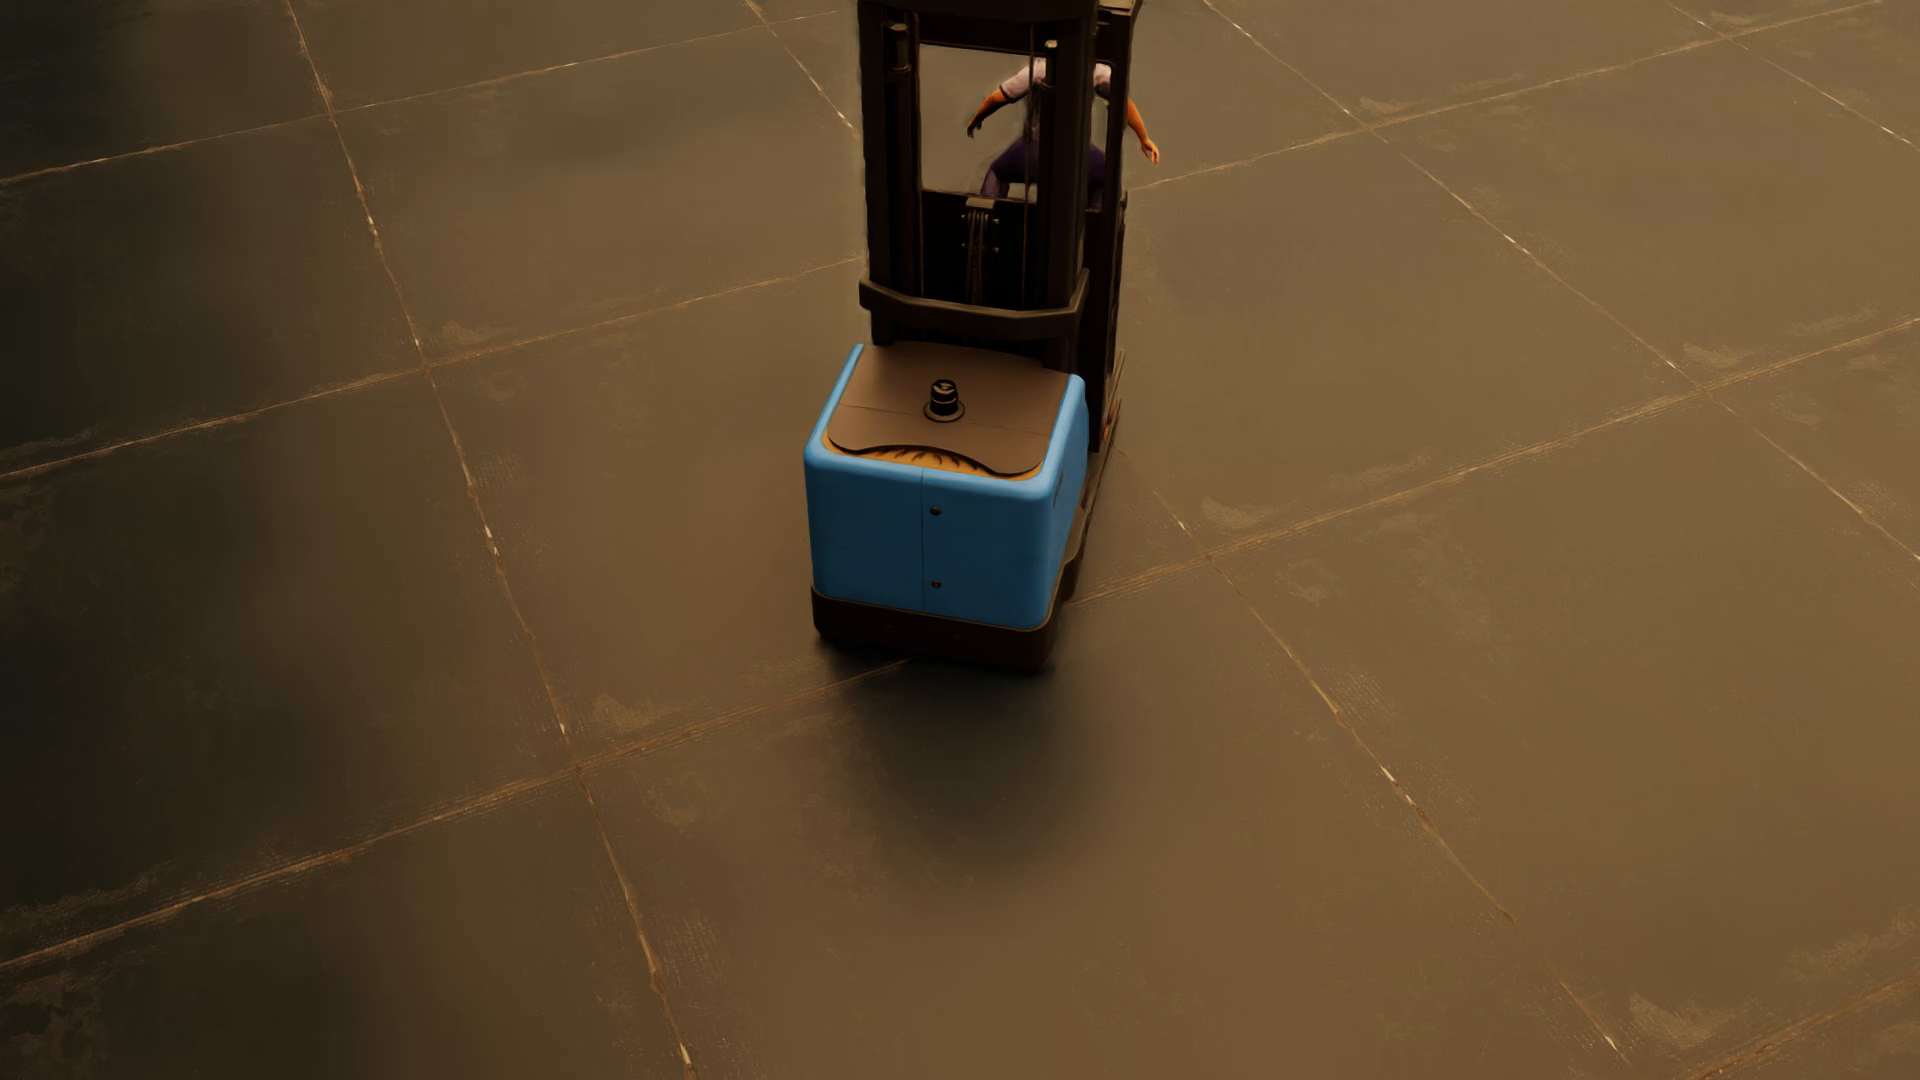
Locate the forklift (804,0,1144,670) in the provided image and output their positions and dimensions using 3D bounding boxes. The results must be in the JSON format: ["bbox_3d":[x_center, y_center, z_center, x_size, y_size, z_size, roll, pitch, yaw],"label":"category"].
[{"bbox_3d":[0.194,-1.534,7.323,1.130,2.935,3.031,9,44,10],"label":"forklift"}]

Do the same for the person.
[{"bbox_3d":[0.561,-2.149,9.074,1.049,1.544,0.485,1,43,1],"label":"person"}]
